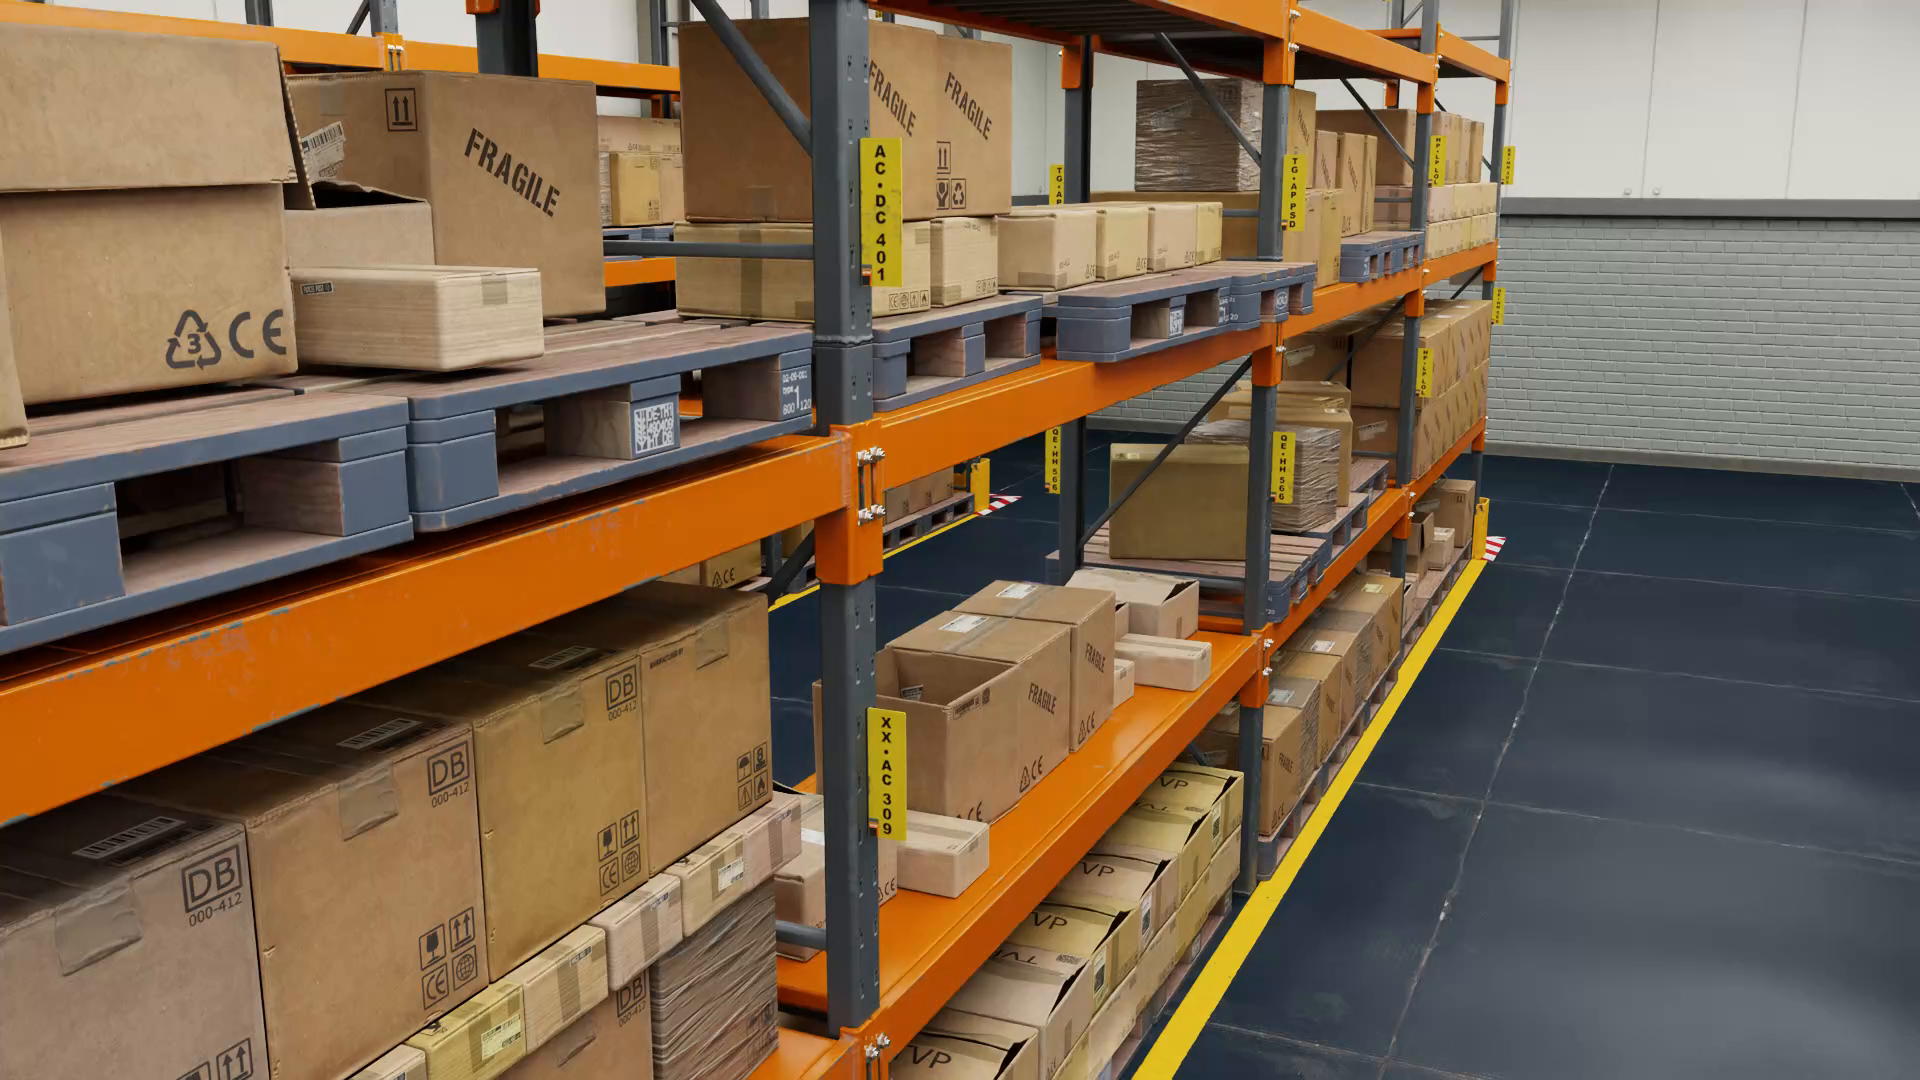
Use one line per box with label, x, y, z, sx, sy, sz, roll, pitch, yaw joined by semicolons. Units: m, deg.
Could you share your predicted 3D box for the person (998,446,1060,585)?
person;0.483;0.160;11.286;0.447;1.587;0.347;5;13;22
